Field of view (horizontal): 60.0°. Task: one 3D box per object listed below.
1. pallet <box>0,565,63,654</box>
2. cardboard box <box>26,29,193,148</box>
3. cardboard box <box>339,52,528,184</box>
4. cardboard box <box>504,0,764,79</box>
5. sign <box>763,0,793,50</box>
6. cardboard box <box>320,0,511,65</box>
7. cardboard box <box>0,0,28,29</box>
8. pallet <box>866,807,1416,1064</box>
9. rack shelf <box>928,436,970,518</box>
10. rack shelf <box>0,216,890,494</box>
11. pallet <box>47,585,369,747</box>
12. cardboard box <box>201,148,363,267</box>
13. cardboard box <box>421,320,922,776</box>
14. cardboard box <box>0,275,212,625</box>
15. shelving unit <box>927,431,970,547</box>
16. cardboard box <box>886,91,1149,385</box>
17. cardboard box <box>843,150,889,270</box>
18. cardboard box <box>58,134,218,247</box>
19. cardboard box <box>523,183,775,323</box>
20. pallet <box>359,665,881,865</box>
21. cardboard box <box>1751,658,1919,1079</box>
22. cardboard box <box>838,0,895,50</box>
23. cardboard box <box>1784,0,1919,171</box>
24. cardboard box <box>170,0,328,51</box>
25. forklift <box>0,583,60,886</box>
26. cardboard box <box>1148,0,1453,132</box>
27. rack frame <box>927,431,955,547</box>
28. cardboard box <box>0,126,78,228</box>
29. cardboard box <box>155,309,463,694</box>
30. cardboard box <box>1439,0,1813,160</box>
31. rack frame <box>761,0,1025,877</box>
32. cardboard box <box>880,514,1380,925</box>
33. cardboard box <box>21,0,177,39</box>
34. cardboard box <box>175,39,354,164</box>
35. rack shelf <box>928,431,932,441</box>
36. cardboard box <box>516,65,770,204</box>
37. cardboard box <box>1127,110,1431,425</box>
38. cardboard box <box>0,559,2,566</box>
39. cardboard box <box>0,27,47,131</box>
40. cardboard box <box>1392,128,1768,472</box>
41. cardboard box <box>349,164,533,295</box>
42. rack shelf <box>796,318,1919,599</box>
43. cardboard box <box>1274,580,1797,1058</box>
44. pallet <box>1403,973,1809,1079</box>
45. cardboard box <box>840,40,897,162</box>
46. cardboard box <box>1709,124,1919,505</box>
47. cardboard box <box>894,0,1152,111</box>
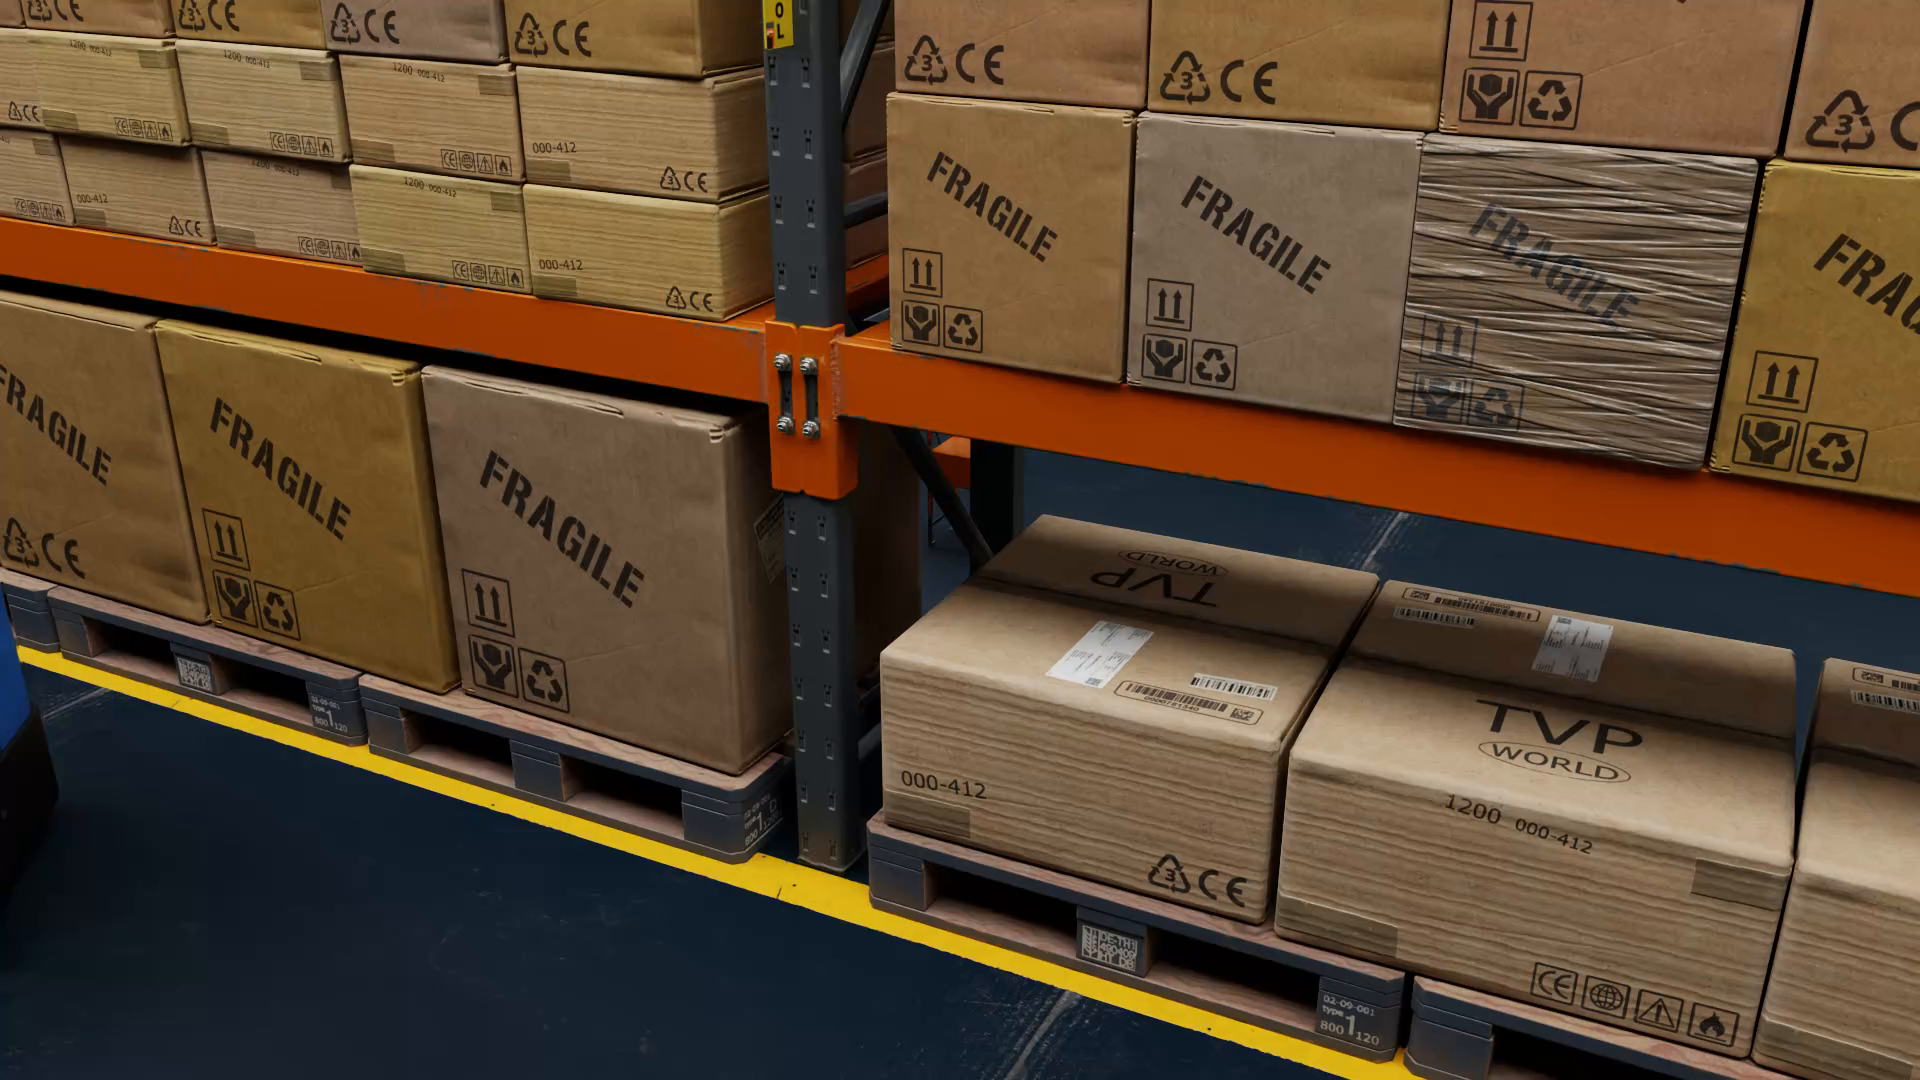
[{"bbox_3d":[-3.004,-0.034,5.561,1.213,0.211,1.003,11,25,25],"label":"pallet"},{"bbox_3d":[-1.986,-1.190,4.269,0.500,0.250,0.500,12,26,25],"label":"cardboard box"},{"bbox_3d":[-1.056,-1.016,3.860,0.500,0.250,0.500,12,26,26],"label":"cardboard box"},{"bbox_3d":[-0.616,-1.274,3.508,0.500,0.500,0.500,12,26,26],"label":"cardboard box"},{"bbox_3d":[-0.340,-1.082,3.083,0.005,0.325,0.100,11,25,25],"label":"sign"},{"bbox_3d":[-1.081,-1.363,3.717,0.500,0.500,0.500,12,26,26],"label":"cardboard box"},{"bbox_3d":[-2.442,-1.636,4.358,0.500,0.500,0.500,12,26,26],"label":"cardboard box"},{"bbox_3d":[0.540,0.668,3.909,1.213,0.211,1.003,11,25,25],"label":"pallet"},{"bbox_3d":[0.048,-0.208,5.635,0.240,0.259,0.215,11,25,25],"label":"rack shelf"},{"bbox_3d":[-1.889,-0.799,4.715,4.000,0.370,1.077,11,25,25],"label":"rack shelf"},{"bbox_3d":[-1.919,0.182,5.053,1.213,0.211,1.003,11,25,25],"label":"pallet"},{"bbox_3d":[-1.513,-0.885,4.190,0.500,0.250,0.500,10,25,23],"label":"cardboard box"},{"bbox_3d":[-0.693,-0.074,4.269,0.875,0.875,0.875,12,26,26],"label":"cardboard box"},{"bbox_3d":[-2.300,-0.389,5.009,0.875,0.875,0.875,12,26,25],"label":"cardboard box"},{"bbox_3d":[0.048,-0.474,5.522,0.252,1.050,0.215,11,25,25],"label":"shelving unit"},{"bbox_3d":[0.197,-0.648,3.314,0.500,0.500,0.500,12,26,26],"label":"cardboard box"},{"bbox_3d":[-0.377,-0.878,4.173,0.500,0.250,0.500,11,25,23],"label":"cardboard box"},{"bbox_3d":[-1.976,-0.975,4.401,0.500,0.250,0.500,11,25,25],"label":"cardboard box"},{"bbox_3d":[-0.618,-0.699,3.752,0.500,0.250,0.500,11,25,23],"label":"cardboard box"},{"bbox_3d":[-0.826,0.397,4.548,1.213,0.211,1.003,11,25,25],"label":"pallet"},{"bbox_3d":[2.011,0.675,3.067,0.875,0.438,0.875,12,26,26],"label":"cardboard box"},{"bbox_3d":[-0.367,-1.461,3.947,0.500,0.500,0.500,12,26,25],"label":"cardboard box"},{"bbox_3d":[1.561,-0.839,2.484,0.500,0.500,0.500,11,25,24],"label":"cardboard box"},{"bbox_3d":[-1.524,-1.459,3.943,0.500,0.500,0.500,12,26,26],"label":"cardboard box"},{"bbox_3d":[-3.646,-0.397,2.939,3.031,2.935,1.130,-3,23,-8],"label":"forklift"},{"bbox_3d":[0.660,-1.023,2.917,0.500,0.500,0.500,11,25,24],"label":"cardboard box"},{"bbox_3d":[-0.061,-0.495,5.573,0.008,1.050,0.200,11,25,25],"label":"rack frame"},{"bbox_3d":[-2.418,-1.061,4.603,0.500,0.250,0.500,12,26,26],"label":"cardboard box"},{"bbox_3d":[-1.503,-0.231,4.638,0.875,0.875,0.875,12,26,26],"label":"cardboard box"},{"bbox_3d":[1.112,-0.928,2.695,0.500,0.500,0.500,12,26,26],"label":"cardboard box"},{"bbox_3d":[-0.104,-0.777,3.744,0.127,3.000,1.000,11,25,25],"label":"rack frame"},{"bbox_3d":[0.408,0.357,3.814,0.875,0.438,0.875,11,25,24],"label":"cardboard box"},{"bbox_3d":[-1.993,-1.545,4.146,0.500,0.500,0.500,12,26,25],"label":"cardboard box"},{"bbox_3d":[-1.521,-1.106,4.070,0.500,0.250,0.500,12,26,26],"label":"cardboard box"},{"bbox_3d":[0.048,-0.464,5.526,0.240,0.259,0.215,11,25,25],"label":"rack shelf"},{"bbox_3d":[-0.607,-0.931,3.659,0.500,0.250,0.500,11,25,24],"label":"cardboard box"},{"bbox_3d":[0.644,-0.558,3.102,0.500,0.500,0.500,11,26,25],"label":"cardboard box"},{"bbox_3d":[-3.095,-0.548,5.383,0.875,0.875,0.875,11,25,24],"label":"cardboard box"},{"bbox_3d":[-2.433,-1.284,4.490,0.500,0.250,0.500,11,25,24],"label":"cardboard box"},{"bbox_3d":[1.085,-0.468,2.890,0.500,0.500,0.500,11,26,25],"label":"cardboard box"},{"bbox_3d":[-1.072,-0.789,3.965,0.500,0.250,0.500,11,25,24],"label":"cardboard box"},{"bbox_3d":[1.681,-0.093,3.054,4.000,0.370,1.077,11,25,25],"label":"rack shelf"},{"bbox_3d":[1.207,0.515,3.443,0.875,0.438,0.875,10,25,23],"label":"cardboard box"},{"bbox_3d":[1.632,0.883,3.404,1.213,0.211,1.003,11,25,25],"label":"pallet"},{"bbox_3d":[-0.369,-1.114,4.089,0.500,0.250,0.500,10,25,23],"label":"cardboard box"},{"bbox_3d":[1.545,-0.377,2.676,0.500,0.500,0.500,12,26,26],"label":"cardboard box"},{"bbox_3d":[0.212,-1.114,3.132,0.500,0.500,0.500,11,26,25],"label":"cardboard box"}]
